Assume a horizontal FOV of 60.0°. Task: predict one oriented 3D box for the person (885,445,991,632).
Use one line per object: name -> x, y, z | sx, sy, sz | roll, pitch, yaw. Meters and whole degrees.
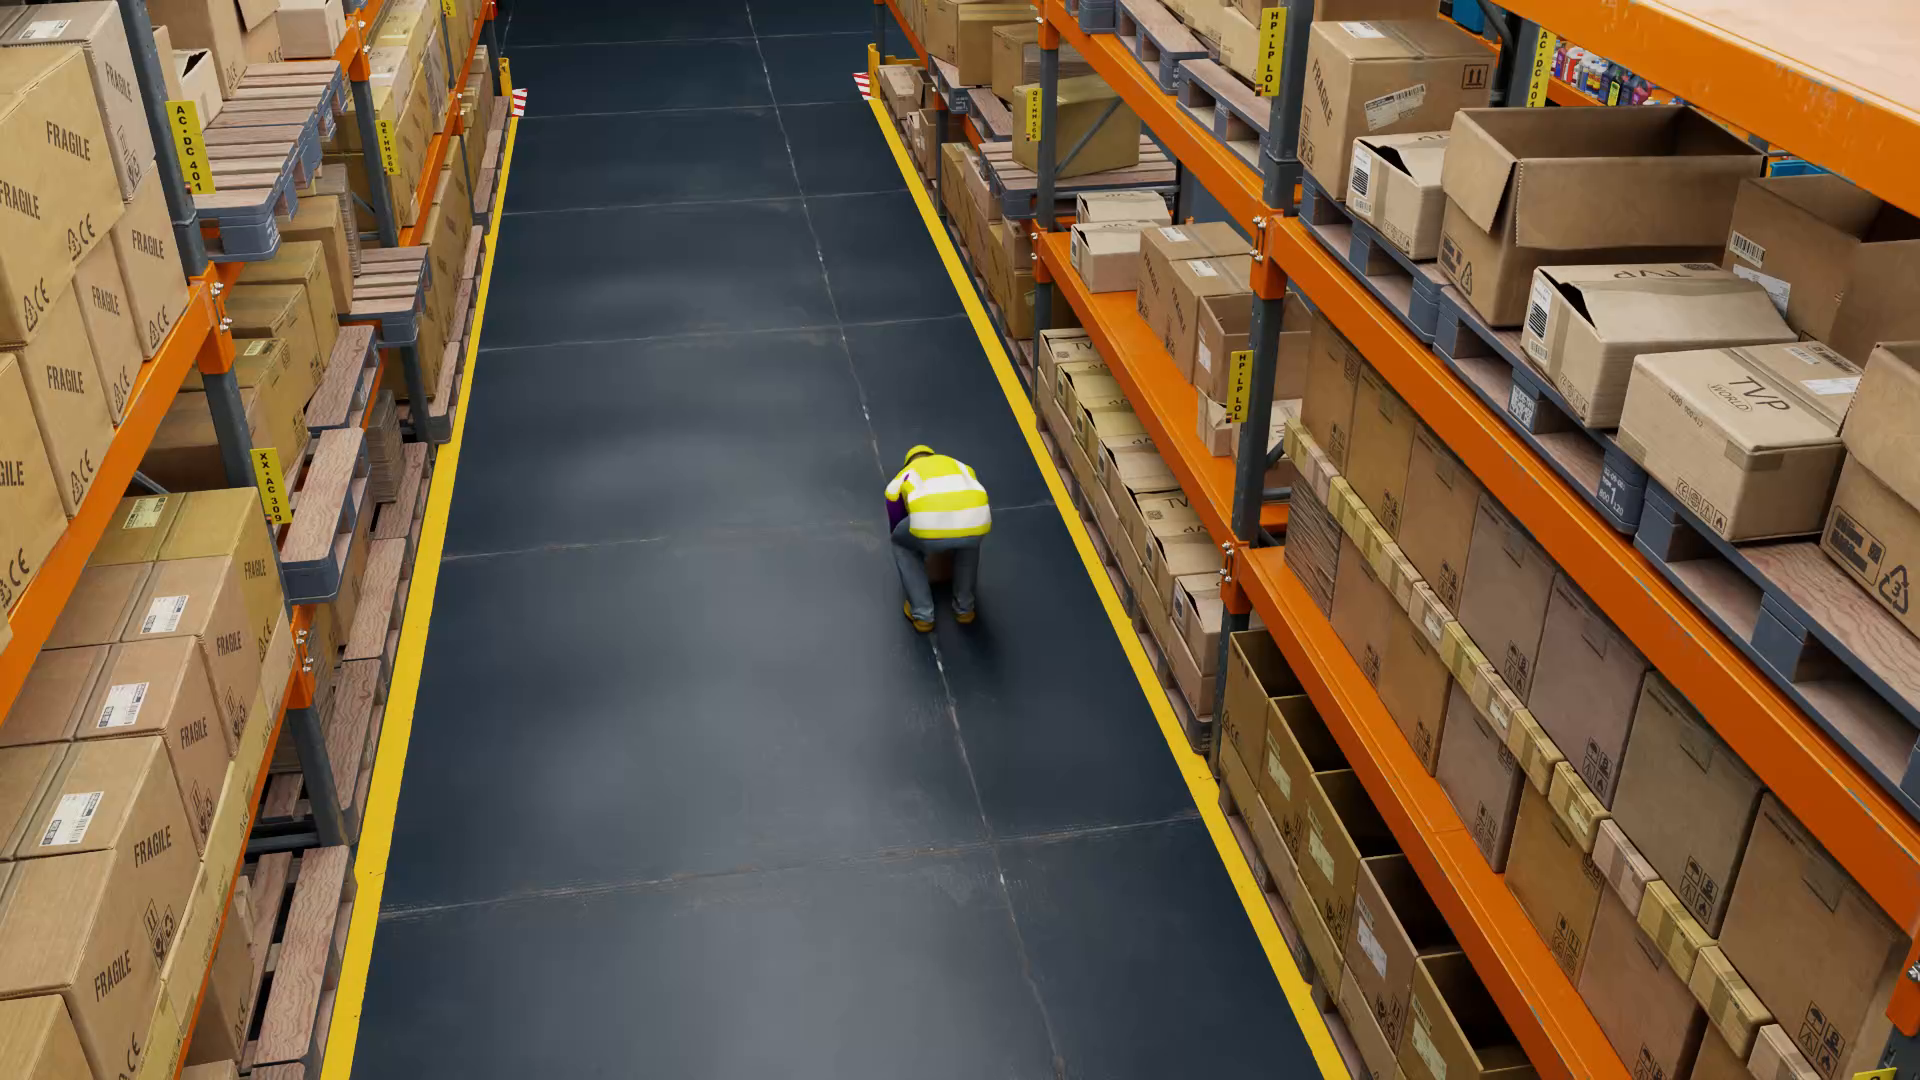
person -> -0.135, -0.054, 9.050 | 0.501, 0.915, 0.976 | -6, 31, -11
